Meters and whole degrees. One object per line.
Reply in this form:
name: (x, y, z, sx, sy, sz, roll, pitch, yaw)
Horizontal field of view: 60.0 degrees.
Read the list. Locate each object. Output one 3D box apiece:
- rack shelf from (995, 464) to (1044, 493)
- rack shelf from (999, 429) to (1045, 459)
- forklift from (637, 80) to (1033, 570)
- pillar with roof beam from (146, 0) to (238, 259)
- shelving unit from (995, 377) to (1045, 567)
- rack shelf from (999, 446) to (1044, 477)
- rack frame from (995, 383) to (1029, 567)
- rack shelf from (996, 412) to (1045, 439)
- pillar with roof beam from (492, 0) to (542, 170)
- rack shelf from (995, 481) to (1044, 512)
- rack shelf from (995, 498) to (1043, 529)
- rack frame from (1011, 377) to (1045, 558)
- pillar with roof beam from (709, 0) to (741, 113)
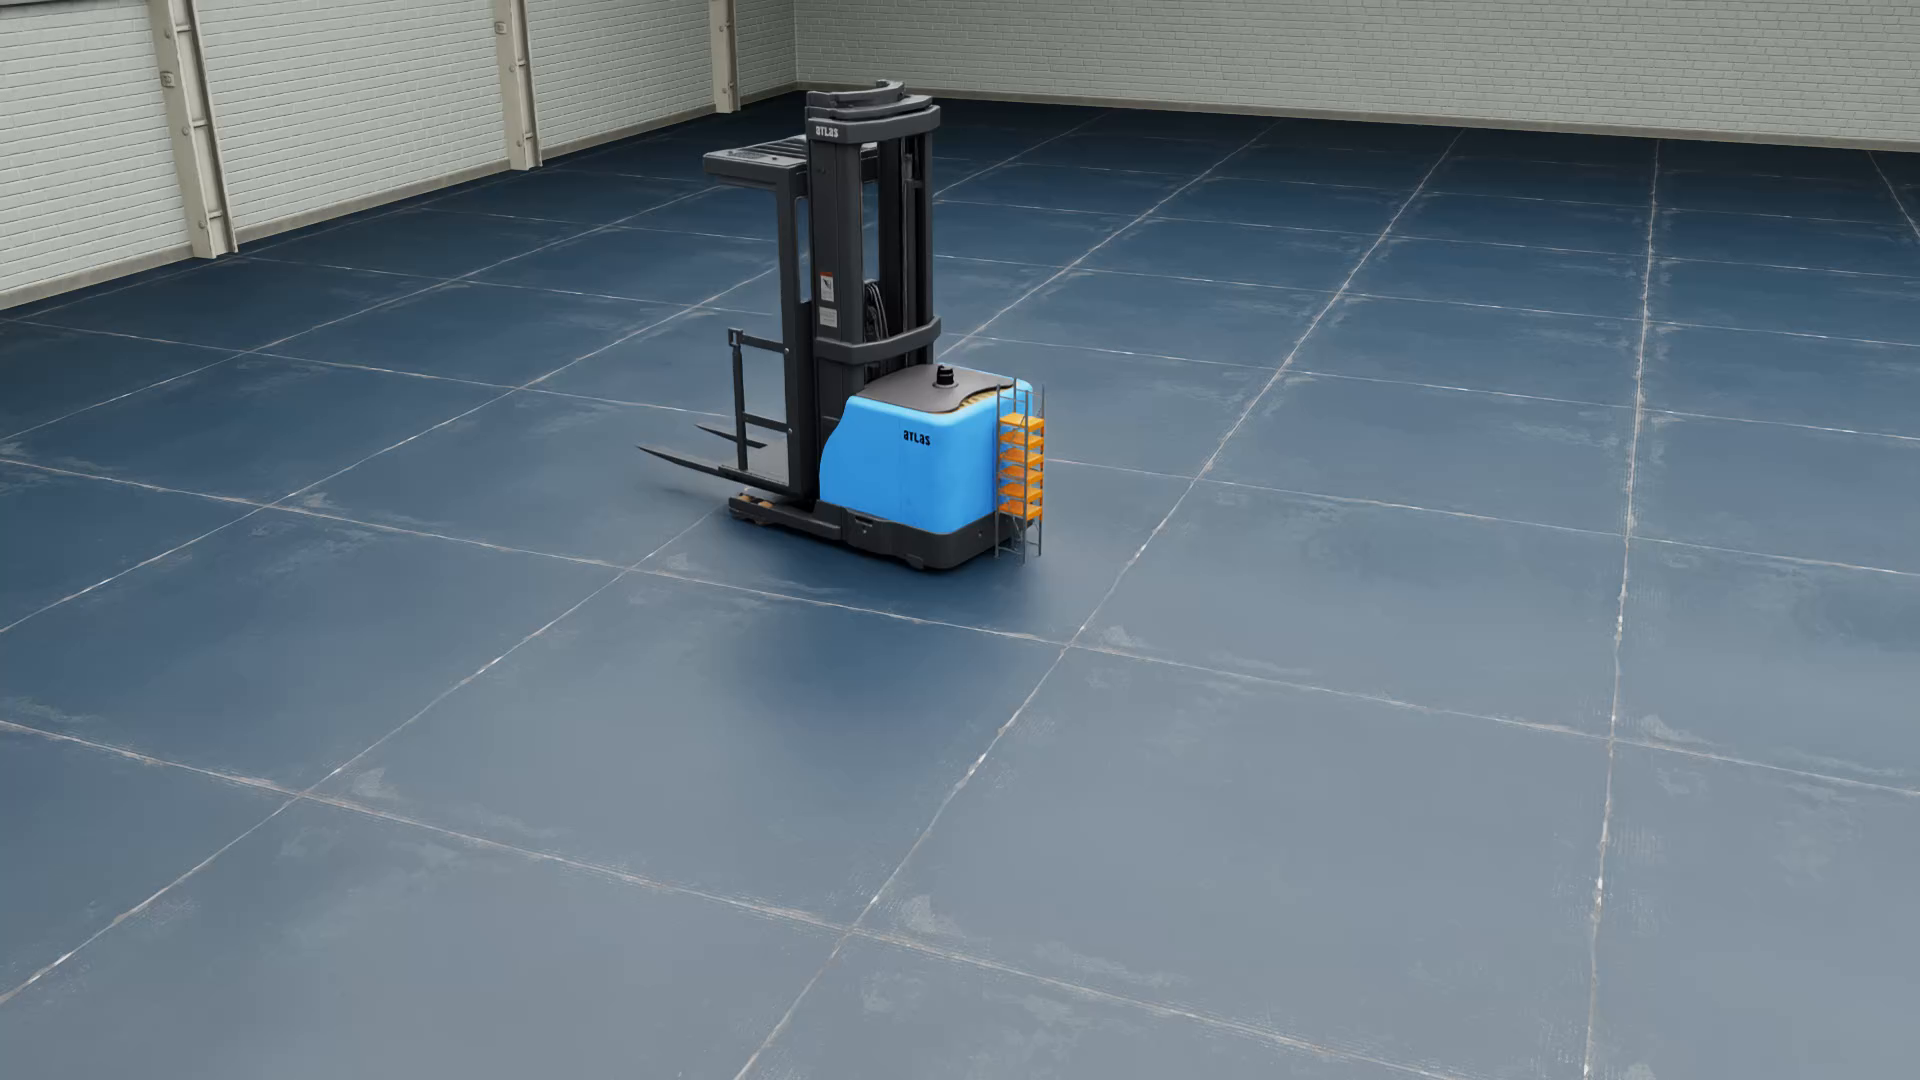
rack shelf: (0.385, -0.395, 10.753, 0.258, 0.103, 0.180, 16, 28, 34)
rack shelf: (0.386, -0.616, 10.660, 0.258, 0.103, 0.180, 16, 28, 34)
forklift: (-0.988, -1.597, 11.270, 3.031, 2.935, 1.130, 16, 28, 34)
pillar with roof beam: (-4.569, -6.827, 15.918, 9.100, 9.000, 0.400, 9, 24, 20)
shelving unit: (0.385, -0.436, 10.736, 0.258, 1.200, 0.189, 16, 28, 34)
rack shelf: (0.386, -0.505, 10.706, 0.258, 0.103, 0.180, 16, 28, 34)
rack frame: (0.331, -0.407, 10.668, 0.240, 1.200, 0.006, 16, 28, 34)
rack shelf: (0.386, -0.727, 10.614, 0.258, 0.103, 0.180, 16, 28, 34)
pillar with roof beam: (-2.340, -8.974, 21.058, 9.100, 9.000, 0.400, 9, 24, 20)
rack shelf: (0.385, -0.284, 10.799, 0.258, 0.103, 0.180, 16, 28, 34)
rack shelf: (0.385, -0.173, 10.846, 0.258, 0.103, 0.180, 16, 28, 34)
rack frame: (0.440, -0.464, 10.803, 0.240, 1.200, 0.006, 16, 28, 34)
pillar with roof beam: (-0.111, -11.121, 26.199, 9.100, 9.000, 0.400, 9, 24, 20)
